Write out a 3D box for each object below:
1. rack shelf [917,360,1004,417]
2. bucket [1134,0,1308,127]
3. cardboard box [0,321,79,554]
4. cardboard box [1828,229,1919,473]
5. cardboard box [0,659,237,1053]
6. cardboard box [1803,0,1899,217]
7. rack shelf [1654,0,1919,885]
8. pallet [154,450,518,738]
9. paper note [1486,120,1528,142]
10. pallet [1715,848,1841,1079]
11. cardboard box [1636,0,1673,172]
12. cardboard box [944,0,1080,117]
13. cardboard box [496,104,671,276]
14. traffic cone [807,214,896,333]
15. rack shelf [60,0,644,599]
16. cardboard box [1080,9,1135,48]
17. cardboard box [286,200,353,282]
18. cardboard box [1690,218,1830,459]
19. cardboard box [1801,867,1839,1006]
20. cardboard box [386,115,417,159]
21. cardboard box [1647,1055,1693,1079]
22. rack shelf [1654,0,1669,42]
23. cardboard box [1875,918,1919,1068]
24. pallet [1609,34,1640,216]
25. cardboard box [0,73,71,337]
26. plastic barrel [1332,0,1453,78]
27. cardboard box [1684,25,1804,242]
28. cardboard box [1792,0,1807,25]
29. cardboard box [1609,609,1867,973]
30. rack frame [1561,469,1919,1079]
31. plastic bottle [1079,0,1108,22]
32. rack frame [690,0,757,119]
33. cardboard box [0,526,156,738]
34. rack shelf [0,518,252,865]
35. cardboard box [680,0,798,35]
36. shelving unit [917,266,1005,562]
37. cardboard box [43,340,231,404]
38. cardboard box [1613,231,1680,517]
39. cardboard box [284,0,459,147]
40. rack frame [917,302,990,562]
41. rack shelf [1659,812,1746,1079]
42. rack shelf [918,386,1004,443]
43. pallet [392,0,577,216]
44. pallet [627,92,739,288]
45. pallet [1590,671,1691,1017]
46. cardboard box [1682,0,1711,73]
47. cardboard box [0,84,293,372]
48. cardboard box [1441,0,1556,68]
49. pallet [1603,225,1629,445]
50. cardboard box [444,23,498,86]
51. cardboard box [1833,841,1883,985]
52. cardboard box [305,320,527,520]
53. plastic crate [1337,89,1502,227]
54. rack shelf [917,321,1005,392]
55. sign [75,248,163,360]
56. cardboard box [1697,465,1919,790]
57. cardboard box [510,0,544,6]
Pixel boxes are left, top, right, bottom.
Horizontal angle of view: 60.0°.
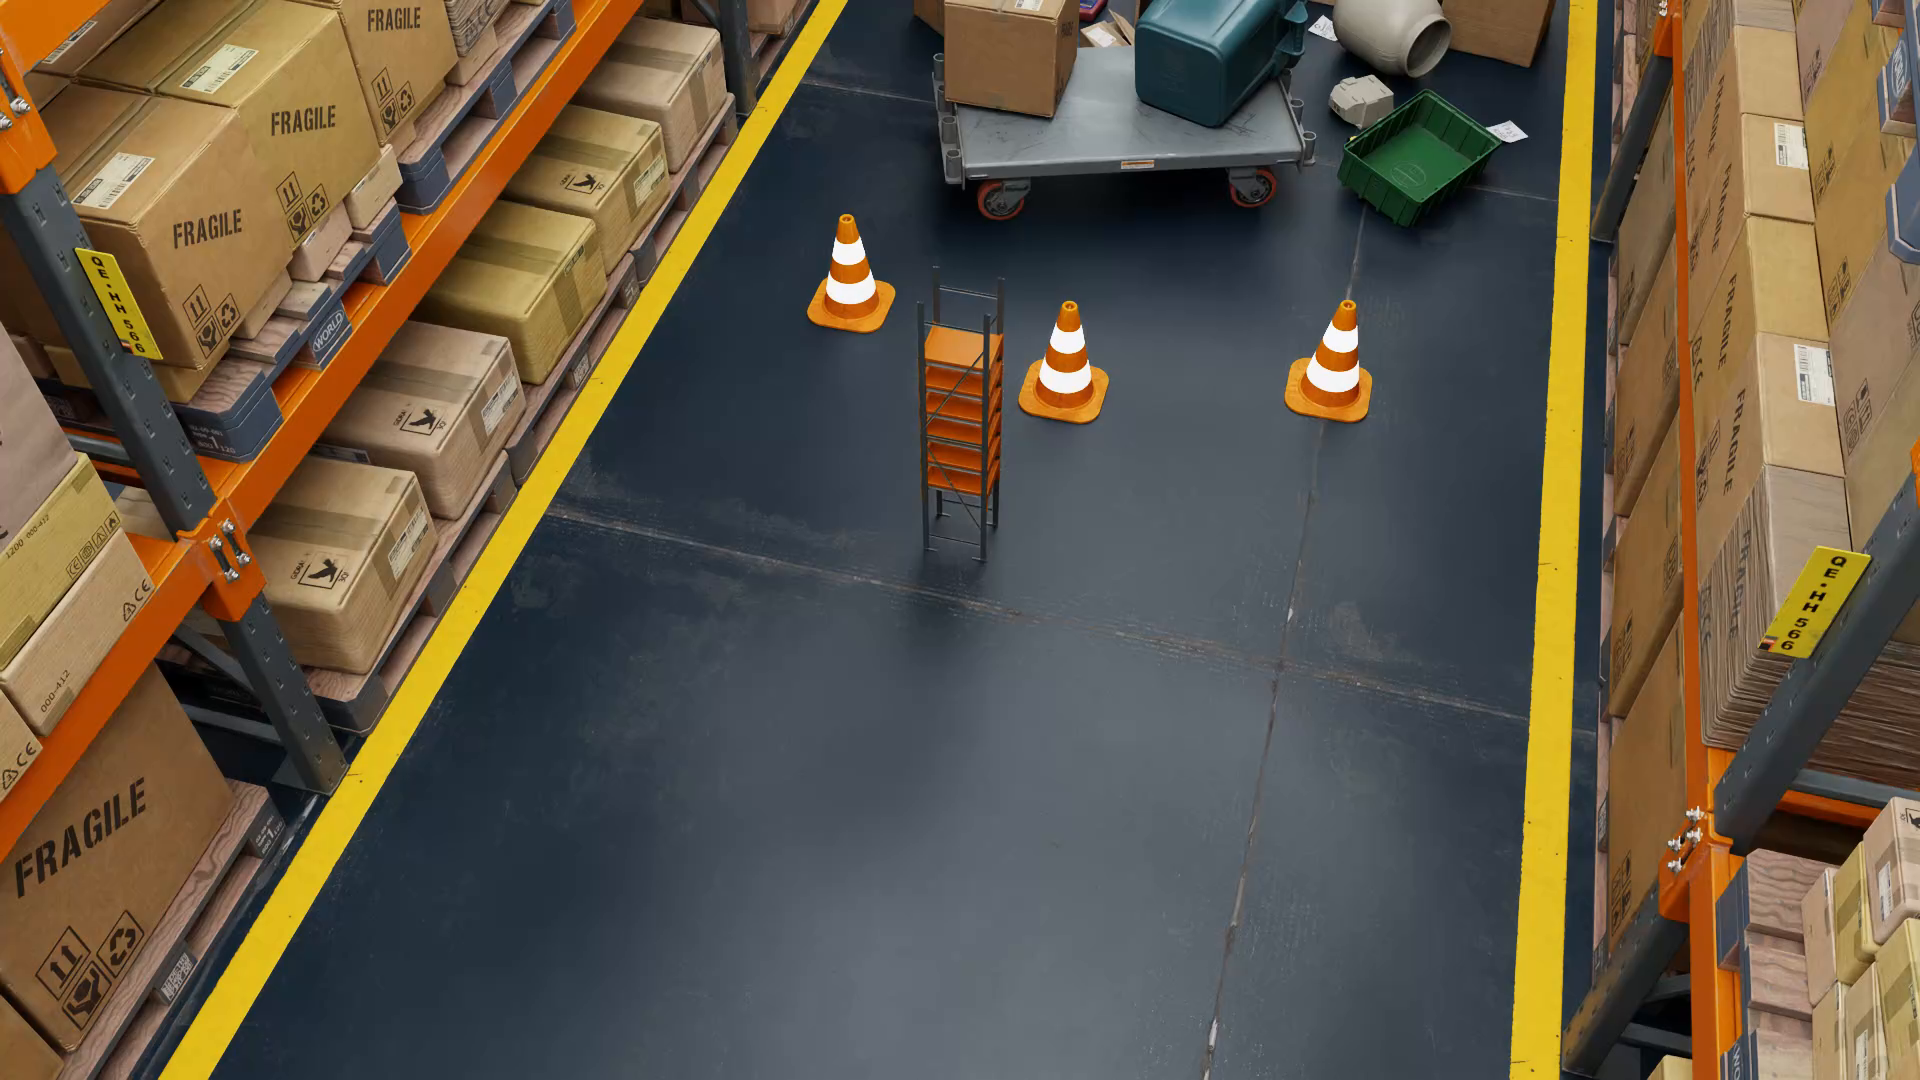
[{"bbox_3d":[0.004,-0.537,5.663,0.258,0.103,0.180,12,50,10],"label":"rack shelf"},{"bbox_3d":[1.124,-2.246,7.401,0.726,0.611,0.620,28,64,22],"label":"bucket"},{"bbox_3d":[-2.426,-0.222,3.712,0.500,0.500,0.500,10,49,9],"label":"cardboard box"},{"bbox_3d":[2.519,-0.433,3.898,0.700,0.500,0.500,11,49,9],"label":"cardboard box"},{"bbox_3d":[-2.804,0.764,4.712,0.875,0.875,0.875,11,50,10],"label":"cardboard box"},{"bbox_3d":[2.787,-1.174,4.552,0.700,0.500,0.500,11,50,10],"label":"cardboard box"},{"bbox_3d":[2.786,-0.588,5.249,1.077,0.370,4.000,12,50,10],"label":"rack shelf"},{"bbox_3d":[-2.335,0.074,6.044,1.003,0.211,1.213,12,50,10],"label":"pallet"},{"bbox_3d":[2.616,-1.956,7.955,0.147,0.020,0.142,-19,51,-16],"label":"paper note"},{"bbox_3d":[2.175,1.220,3.300,1.213,0.211,1.003,12,50,10],"label":"pallet"},{"bbox_3d":[3.546,-2.150,7.284,0.875,0.875,0.875,12,50,11],"label":"cardboard box"},{"bbox_3d":[0.236,-2.271,7.416,0.500,0.500,0.500,12,50,10],"label":"cardboard box"},{"bbox_3d":[-1.811,-1.546,7.086,0.950,0.372,0.625,14,50,12],"label":"cardboard box"},{"bbox_3d":[-0.465,-1.164,6.969,0.336,0.463,0.334,12,50,10],"label":"traffic cone"},{"bbox_3d":[-2.016,-1.492,6.046,1.077,0.370,4.000,12,50,10],"label":"rack shelf"},{"bbox_3d":[0.796,-2.438,8.225,0.258,0.266,0.396,-19,51,-16],"label":"cardboard box"},{"bbox_3d":[-2.054,-0.925,4.953,0.380,0.149,0.250,9,49,8],"label":"cardboard box"},{"bbox_3d":[2.384,-0.514,4.636,0.500,0.500,0.500,11,49,9],"label":"cardboard box"},{"bbox_3d":[1.947,0.848,3.388,0.380,0.149,0.250,11,49,10],"label":"cardboard box"},{"bbox_3d":[-1.974,-1.309,5.292,0.380,0.149,0.250,14,50,12],"label":"cardboard box"},{"bbox_3d":[1.845,1.511,3.803,0.500,0.250,0.500,10,49,8],"label":"cardboard box"},{"bbox_3d":[3.839,-3.482,7.802,1.077,0.370,4.000,12,50,10],"label":"rack shelf"},{"bbox_3d":[1.883,0.858,2.982,0.380,0.149,0.250,10,49,9],"label":"cardboard box"},{"bbox_3d":[3.588,-1.885,7.773,1.003,0.211,1.213,12,50,10],"label":"pallet"},{"bbox_3d":[-2.691,-0.938,4.532,0.500,0.500,0.500,10,49,9],"label":"cardboard box"},{"bbox_3d":[2.131,-2.544,8.213,0.421,0.421,0.512,-27,54,-22],"label":"plastic barrel"},{"bbox_3d":[2.648,-1.252,5.288,0.500,0.500,0.500,11,50,10],"label":"cardboard box"},{"bbox_3d":[3.054,-1.904,5.197,0.700,0.500,0.500,11,49,9],"label":"cardboard box"},{"bbox_3d":[2.507,0.803,4.761,1.050,0.750,0.750,11,49,10],"label":"cardboard box"},{"bbox_3d":[2.260,0.620,3.702,1.000,3.000,0.127,12,50,10],"label":"rack frame"},{"bbox_3d":[0.659,-2.768,8.652,0.133,0.061,0.283,19,51,16],"label":"plastic bottle"},{"bbox_3d":[-1.489,-3.177,7.053,1.000,3.000,0.127,12,50,10],"label":"rack frame"},{"bbox_3d":[-2.425,0.183,4.188,0.500,0.250,0.500,10,49,9],"label":"cardboard box"},{"bbox_3d":[-3.069,1.401,3.493,1.077,0.370,4.000,12,50,10],"label":"rack shelf"},{"bbox_3d":[-1.074,-2.779,8.256,0.500,0.250,0.500,10,49,8],"label":"cardboard box"},{"bbox_3d":[0.004,-0.407,5.809,0.258,1.200,0.189,12,50,10],"label":"shelving unit"},{"bbox_3d":[-2.277,-0.538,4.611,0.380,0.149,0.250,9,49,8],"label":"cardboard box"},{"bbox_3d":[2.978,-0.504,5.914,1.050,0.750,0.750,12,50,10],"label":"cardboard box"},{"bbox_3d":[-1.937,-1.598,5.114,0.500,0.500,0.500,12,50,11],"label":"cardboard box"},{"bbox_3d":[-0.020,-0.341,5.751,0.240,1.200,0.006,12,50,10],"label":"rack frame"},{"bbox_3d":[1.733,2.305,2.695,1.077,0.370,4.000,12,50,10],"label":"rack shelf"},{"bbox_3d":[0.004,-0.458,5.753,0.258,0.103,0.180,12,50,10],"label":"rack shelf"},{"bbox_3d":[-2.061,-1.660,5.842,1.003,0.211,1.213,12,50,10],"label":"pallet"},{"bbox_3d":[-1.693,-1.691,7.601,1.003,0.211,1.213,12,50,10],"label":"pallet"},{"bbox_3d":[2.540,0.987,5.238,1.003,0.211,1.213,12,50,10],"label":"pallet"},{"bbox_3d":[2.915,-1.979,5.929,0.500,0.500,0.500,12,50,10],"label":"cardboard box"},{"bbox_3d":[-2.201,-0.834,4.440,0.500,0.500,0.500,10,49,9],"label":"cardboard box"},{"bbox_3d":[2.731,-2.772,8.362,0.500,0.500,0.500,19,51,16],"label":"cardboard box"},{"bbox_3d":[3.182,-0.777,6.795,1.003,0.211,1.213,12,50,10],"label":"pallet"},{"bbox_3d":[-1.805,-1.697,5.635,0.380,0.149,0.250,13,50,11],"label":"cardboard box"},{"bbox_3d":[1.939,0.776,3.254,0.380,0.149,0.250,14,50,12],"label":"cardboard box"},{"bbox_3d":[-2.197,-0.495,6.159,0.950,0.372,0.625,11,49,9],"label":"cardboard box"},{"bbox_3d":[2.094,-1.746,7.627,0.662,0.188,0.450,-37,68,-28],"label":"plastic crate"},{"bbox_3d":[0.004,-0.616,5.573,0.258,0.103,0.180,12,50,10],"label":"rack shelf"},{"bbox_3d":[-2.006,-0.560,3.971,0.100,0.325,0.005,12,50,10],"label":"sign"},{"bbox_3d":[2.119,0.208,3.999,0.500,0.500,0.500,12,50,10],"label":"cardboard box"},{"bbox_3d":[-1.641,-2.071,5.965,0.380,0.149,0.250,12,50,10],"label":"cardboard box"}]
